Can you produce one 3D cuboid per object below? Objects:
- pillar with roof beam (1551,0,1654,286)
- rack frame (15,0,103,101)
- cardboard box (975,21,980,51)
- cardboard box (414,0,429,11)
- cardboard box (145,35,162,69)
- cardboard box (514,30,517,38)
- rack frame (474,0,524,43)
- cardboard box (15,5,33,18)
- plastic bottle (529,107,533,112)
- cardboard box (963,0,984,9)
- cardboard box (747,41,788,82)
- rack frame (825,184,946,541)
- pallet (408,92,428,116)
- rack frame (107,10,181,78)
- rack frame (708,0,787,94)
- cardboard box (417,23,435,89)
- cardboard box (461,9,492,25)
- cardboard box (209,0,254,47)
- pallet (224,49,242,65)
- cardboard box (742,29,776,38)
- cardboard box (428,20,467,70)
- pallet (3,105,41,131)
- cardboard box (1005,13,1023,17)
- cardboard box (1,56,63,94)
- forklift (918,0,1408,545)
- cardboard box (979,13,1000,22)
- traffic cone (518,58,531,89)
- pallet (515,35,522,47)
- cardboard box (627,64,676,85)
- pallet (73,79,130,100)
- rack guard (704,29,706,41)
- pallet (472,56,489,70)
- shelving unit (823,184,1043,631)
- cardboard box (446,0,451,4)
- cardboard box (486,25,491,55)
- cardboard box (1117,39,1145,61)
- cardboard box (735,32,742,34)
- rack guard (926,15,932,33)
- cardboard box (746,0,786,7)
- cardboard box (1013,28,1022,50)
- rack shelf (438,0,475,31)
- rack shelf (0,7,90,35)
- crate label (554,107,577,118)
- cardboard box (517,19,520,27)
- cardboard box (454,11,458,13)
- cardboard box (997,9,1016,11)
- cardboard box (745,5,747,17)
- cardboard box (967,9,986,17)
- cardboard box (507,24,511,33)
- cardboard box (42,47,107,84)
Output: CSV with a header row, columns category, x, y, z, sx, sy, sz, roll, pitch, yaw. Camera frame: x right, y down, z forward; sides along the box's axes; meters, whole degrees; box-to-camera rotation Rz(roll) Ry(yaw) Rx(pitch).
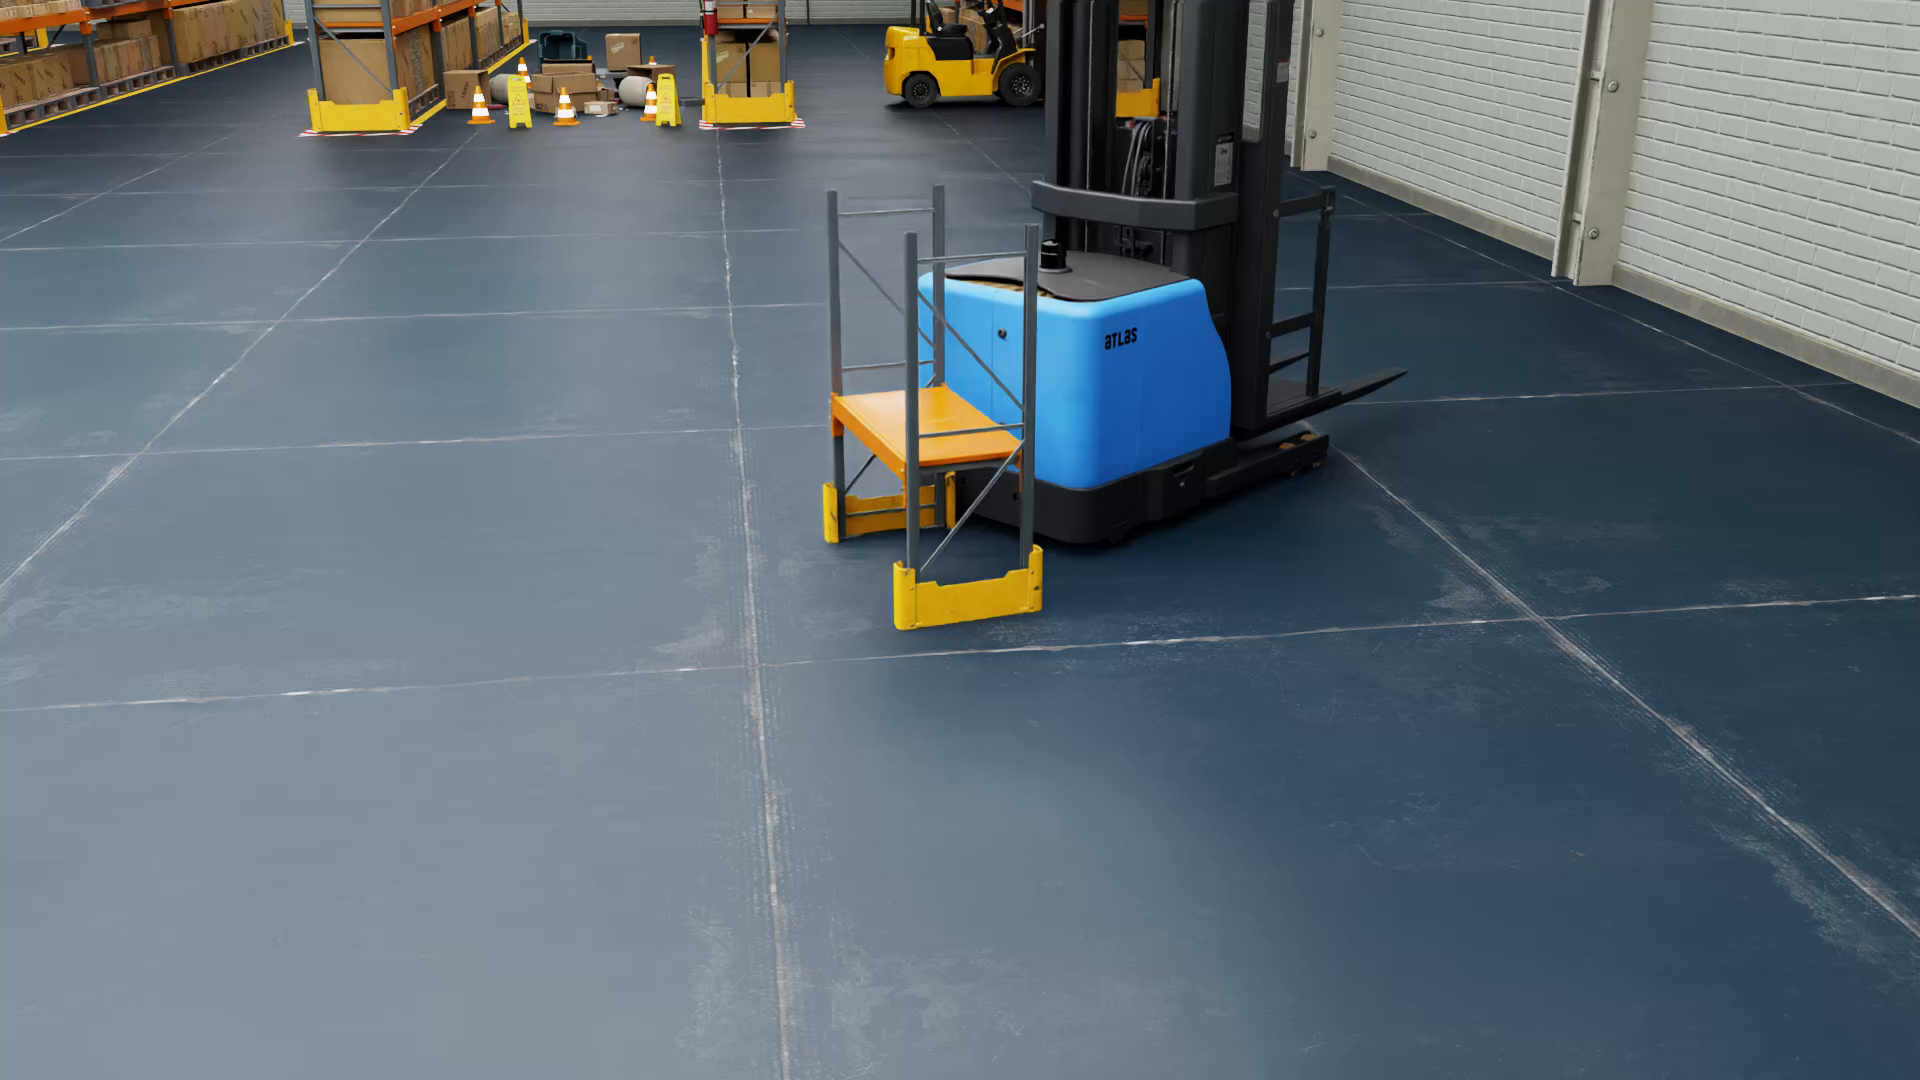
category,x,y,z,sx,sy,sz,roll,pitch,yaw
pillar with roof beam,0.391,-5.942,10.263,9.100,9.000,0.400,-3,21,-8
rack frame,-13.165,-7.850,23.947,1.000,3.000,0.127,-3,21,-8
cardboard box,0.562,-9.503,31.344,0.500,0.500,0.500,-2,21,-5
cardboard box,-8.076,-7.819,23.650,0.875,0.550,0.550,-3,21,-8
cardboard box,-13.625,-8.039,27.397,0.700,0.500,0.500,-4,21,-11
cardboard box,-9.453,-10.560,34.677,0.380,0.149,0.250,-4,21,-10
rack frame,-9.972,-12.220,35.647,1.000,3.000,0.127,-3,21,-8
cardboard box,-12.514,-6.982,21.983,0.380,0.149,0.250,-3,21,-8
plastic bottle,-6.088,-6.033,23.281,0.133,0.061,0.283,-11,23,-26
cardboard box,0.273,-10.615,32.971,0.380,0.149,0.250,-4,21,-10
cardboard box,-2.629,-6.526,22.661,0.500,0.500,0.500,-4,21,-10
rack frame,-0.305,-0.733,7.035,0.500,1.500,0.032,-7,22,-19
pallet,-8.031,-6.068,23.162,1.003,0.211,1.213,-3,21,-8
rack frame,-13.742,-9.235,27.655,1.000,3.000,0.127,-3,21,-8
rack frame,-2.782,-6.965,21.577,1.000,3.000,0.127,-3,21,-8
cardboard box,-8.221,-7.045,24.229,0.875,0.875,0.875,-3,21,-7
cardboard box,-8.887,-9.606,30.549,0.500,0.250,0.500,-4,21,-10
cardboard box,-14.334,-10.054,32.284,0.875,0.875,0.875,-3,21,-8
pallet,-14.133,-9.050,31.146,1.003,0.211,1.213,-3,21,-8
cardboard box,-3.008,-7.419,25.050,0.500,0.500,0.500,-3,21,-9
cardboard box,-8.691,-8.075,27.165,1.050,0.750,0.750,-3,21,-7
pallet,-12.682,-5.468,21.555,1.003,0.211,1.213,-3,21,-8
cardboard box,1.049,-9.875,31.413,0.380,0.149,0.250,-3,21,-9
cardboard box,-13.057,-6.537,23.405,0.500,0.500,0.500,4,21,9
forklift,1.164,-1.785,7.807,1.130,2.935,3.031,18,27,40
cardboard box,0.560,-9.841,31.322,0.380,0.149,0.250,-3,21,-9
traffic cone,-6.941,-7.417,26.414,0.336,0.463,0.334,-3,21,-8
pallet,-9.879,-10.604,35.307,1.003,0.211,1.213,-3,21,-8
cardboard box,-4.551,-6.741,24.545,0.500,0.500,0.500,12,24,29
pallet,-13.279,-6.813,25.157,1.003,0.211,1.213,-3,21,-8
rack guard,-5.092,-11.342,36.869,1.175,0.500,0.348,-3,21,-8
pallet,-8.930,-8.415,29.444,1.003,0.211,1.213,-3,21,-8
shelving unit,-0.135,-0.569,6.595,0.587,1.500,1.083,-7,22,-19
cardboard box,-8.125,-8.483,25.498,0.500,0.500,0.500,-3,21,-7
cardboard box,-8.823,-9.085,30.226,0.500,0.500,0.500,-3,21,-9
cardboard box,2.247,-6.770,22.955,0.500,0.250,0.500,-3,21,-9
cardboard box,-3.452,-7.207,24.484,0.500,0.500,0.500,-2,21,-6
rack guard,-0.166,-11.559,37.450,1.175,0.500,0.348,-3,21,-8
cardboard box,-2.576,-7.329,21.984,0.500,0.500,0.500,-3,21,-9
cardboard box,1.362,-8.135,27.504,0.875,0.625,0.625,-3,21,-8
rack shelf,-8.531,-8.421,26.503,1.077,0.370,4.000,-3,21,-8
rack shelf,-12.877,-6.821,22.219,1.077,0.370,4.000,-3,21,-8
crate label,-5.345,-5.803,22.558,0.250,0.136,0.298,-15,25,-35
cardboard box,-9.614,-11.052,35.570,0.380,0.149,0.250,-3,21,-9
cardboard box,-9.318,-9.402,30.003,0.500,0.250,0.500,-2,21,-6
cardboard box,0.888,-10.326,32.622,0.380,0.149,0.250,-4,21,-10
cardboard box,-2.677,-7.062,22.196,0.380,0.149,0.250,-3,21,-7
cardboard box,0.353,-10.383,32.774,0.380,0.149,0.250,-4,21,-11
cardboard box,-9.353,-10.424,33.887,0.380,0.149,0.250,-3,21,-8
cardboard box,-13.232,-7.099,24.880,0.700,0.500,0.500,-5,21,-12
